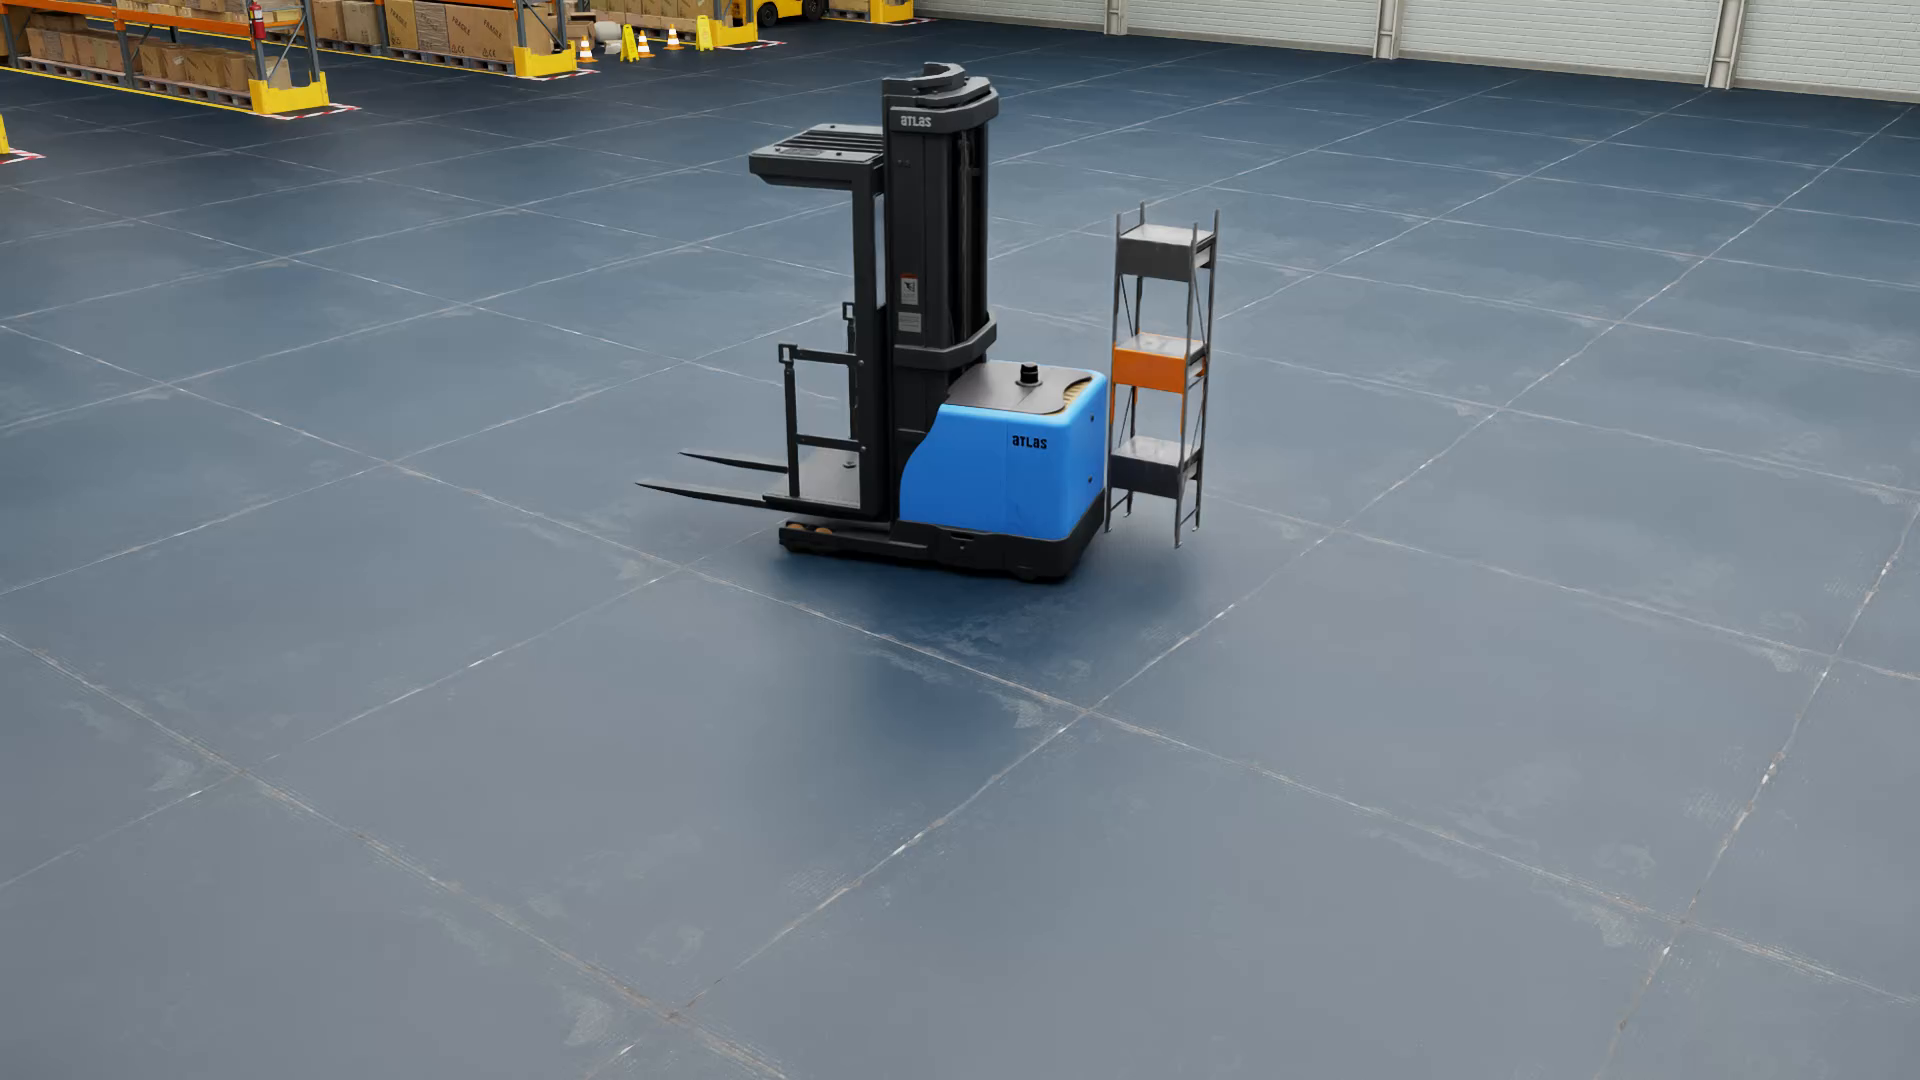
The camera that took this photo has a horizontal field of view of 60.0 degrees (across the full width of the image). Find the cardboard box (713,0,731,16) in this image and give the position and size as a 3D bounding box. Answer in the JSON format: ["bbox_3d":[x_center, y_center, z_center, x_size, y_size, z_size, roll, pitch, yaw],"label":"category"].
[{"bbox_3d":[-5.002,-10.907,33.743,0.500,0.500,0.500,16,28,32],"label":"cardboard box"}]

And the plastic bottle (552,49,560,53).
[{"bbox_3d":[-7.742,-9.418,32.049,0.283,0.061,0.133,7,25,15],"label":"plastic bottle"}]

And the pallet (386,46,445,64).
[{"bbox_3d":[-10.030,-9.200,31.369,1.213,0.211,1.003,17,29,33],"label":"pallet"}]

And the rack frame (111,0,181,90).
[{"bbox_3d":[-13.647,-9.110,27.705,0.127,3.000,1.000,17,29,33],"label":"rack frame"}]

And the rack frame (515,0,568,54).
[{"bbox_3d":[-7.391,-9.718,29.086,0.127,3.000,1.000,17,29,33],"label":"rack frame"}]

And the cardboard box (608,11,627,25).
[{"bbox_3d":[-6.959,-10.886,34.625,0.500,0.250,0.500,19,30,36],"label":"cardboard box"}]

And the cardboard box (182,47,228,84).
[{"bbox_3d":[-12.344,-7.787,27.284,0.500,0.500,0.500,14,27,29],"label":"cardboard box"}]

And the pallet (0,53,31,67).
[{"bbox_3d":[-17.434,-9.016,30.951,1.213,0.211,1.003,17,29,33],"label":"pallet"}]

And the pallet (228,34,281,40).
[{"bbox_3d":[-14.417,-10.566,34.469,1.213,0.211,1.003,17,29,33],"label":"pallet"}]

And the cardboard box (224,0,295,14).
[{"bbox_3d":[-10.870,-8.466,25.752,0.500,0.500,0.875,17,29,33],"label":"cardboard box"}]

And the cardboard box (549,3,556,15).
[{"bbox_3d":[-8.702,-11.595,36.085,0.625,0.372,0.950,19,30,36],"label":"cardboard box"}]

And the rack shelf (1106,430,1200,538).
[{"bbox_3d":[1.259,-0.370,10.756,0.480,0.518,0.431,12,27,26],"label":"rack shelf"}]

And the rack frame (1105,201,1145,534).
[{"bbox_3d":[1.044,-1.070,10.574,0.015,2.100,0.400,12,27,26],"label":"rack frame"}]

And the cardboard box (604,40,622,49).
[{"bbox_3d":[-6.763,-9.700,32.581,0.380,0.149,0.250,-10,26,-21],"label":"cardboard box"}]

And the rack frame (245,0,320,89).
[{"bbox_3d":[-10.446,-8.142,25.510,0.127,3.000,1.000,17,29,33],"label":"rack frame"}]

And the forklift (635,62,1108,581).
[{"bbox_3d":[-0.628,-1.441,10.386,3.031,2.935,1.130,8,25,18],"label":"forklift"}]

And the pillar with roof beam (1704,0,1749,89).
[{"bbox_3d":[10.276,-10.405,23.204,0.400,9.000,9.100,17,29,33],"label":"pillar with roof beam"}]

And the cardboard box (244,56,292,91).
[{"bbox_3d":[-10.936,-7.347,26.284,0.500,0.500,0.500,-20,31,-38],"label":"cardboard box"}]

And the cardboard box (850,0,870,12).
[{"bbox_3d":[-2.094,-11.888,36.900,0.500,0.250,0.500,17,29,34],"label":"cardboard box"}]

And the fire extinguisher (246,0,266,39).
[{"bbox_3d":[-10.631,-7.931,25.125,0.183,0.674,0.296,17,29,33],"label":"fire extinguisher"}]

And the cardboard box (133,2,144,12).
[{"bbox_3d":[-13.247,-8.729,27.154,0.250,0.149,0.380,17,29,33],"label":"cardboard box"}]

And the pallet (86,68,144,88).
[{"bbox_3d":[-14.271,-8.021,28.694,1.213,0.211,1.003,17,29,33],"label":"pallet"}]

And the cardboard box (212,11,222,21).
[{"bbox_3d":[-11.420,-8.200,25.951,0.250,0.149,0.380,17,29,33],"label":"cardboard box"}]

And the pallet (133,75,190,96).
[{"bbox_3d":[-13.088,-7.683,27.925,1.213,0.211,1.003,17,29,33],"label":"pallet"}]

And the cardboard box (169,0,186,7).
[{"bbox_3d":[-12.109,-8.808,26.527,0.500,0.500,0.875,17,29,33],"label":"cardboard box"}]

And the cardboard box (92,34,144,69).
[{"bbox_3d":[-14.496,-8.444,28.749,0.500,0.500,0.700,17,29,33],"label":"cardboard box"}]

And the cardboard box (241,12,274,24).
[{"bbox_3d":[-10.798,-8.030,25.566,0.250,0.149,0.380,17,29,33],"label":"cardboard box"}]

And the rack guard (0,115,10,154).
[{"bbox_3d":[-13.506,-5.404,22.394,0.348,0.500,1.175,17,29,33],"label":"rack guard"}]

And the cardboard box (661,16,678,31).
[{"bbox_3d":[-5.721,-10.510,33.773,0.500,0.250,0.500,17,29,33],"label":"cardboard box"}]

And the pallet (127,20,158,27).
[{"bbox_3d":[-17.552,-11.495,36.577,1.213,0.211,1.003,17,29,33],"label":"pallet"}]

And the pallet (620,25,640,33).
[{"bbox_3d":[-7.145,-10.880,35.181,1.213,0.211,1.003,17,29,33],"label":"pallet"}]

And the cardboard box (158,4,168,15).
[{"bbox_3d":[-12.640,-8.551,26.749,0.250,0.149,0.380,17,29,33],"label":"cardboard box"}]

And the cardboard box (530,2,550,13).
[{"bbox_3d":[-8.747,-10.928,33.993,0.500,0.500,0.500,17,29,33],"label":"cardboard box"}]

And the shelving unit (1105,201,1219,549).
[{"bbox_3d":[1.259,-1.023,10.468,0.503,2.100,0.431,12,27,26],"label":"shelving unit"}]

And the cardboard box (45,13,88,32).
[{"bbox_3d":[-15.863,-9.200,29.535,0.500,0.250,0.500,21,31,39],"label":"cardboard box"}]

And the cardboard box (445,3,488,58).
[{"bbox_3d":[-8.678,-9.293,30.235,0.875,0.875,0.875,16,29,32],"label":"cardboard box"}]

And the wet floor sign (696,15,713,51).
[{"bbox_3d":[-4.993,-9.871,32.353,0.267,0.644,0.232,-15,28,-30],"label":"wet floor sign"}]

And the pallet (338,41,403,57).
[{"bbox_3d":[-11.254,-9.572,32.212,1.213,0.211,1.003,17,29,33],"label":"pallet"}]

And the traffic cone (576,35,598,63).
[{"bbox_3d":[-6.964,-9.144,30.929,0.334,0.463,0.336,17,29,33],"label":"traffic cone"}]

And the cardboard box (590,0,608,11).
[{"bbox_3d":[-7.393,-11.354,34.759,0.500,0.500,0.500,18,30,36],"label":"cardboard box"}]

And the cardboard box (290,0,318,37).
[{"bbox_3d":[-12.657,-10.429,32.968,0.750,0.750,1.050,17,29,34],"label":"cardboard box"}]

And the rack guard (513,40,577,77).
[{"bbox_3d":[-7.371,-8.569,29.577,0.348,0.500,1.175,17,29,33],"label":"rack guard"}]

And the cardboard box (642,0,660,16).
[{"bbox_3d":[-6.120,-10.976,33.900,0.500,0.500,0.500,16,28,32],"label":"cardboard box"}]

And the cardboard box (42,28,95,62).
[{"bbox_3d":[-15.848,-8.849,29.668,0.500,0.500,0.700,14,27,29],"label":"cardboard box"}]

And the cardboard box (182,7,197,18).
[{"bbox_3d":[-12.061,-8.359,26.312,0.250,0.149,0.380,17,29,33],"label":"cardboard box"}]

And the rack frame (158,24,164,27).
[{"bbox_3d":[-16.993,-12.620,35.672,0.127,3.000,1.000,17,29,33],"label":"rack frame"}]

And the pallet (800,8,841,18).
[{"bbox_3d":[-3.138,-12.133,38.025,1.213,0.211,1.003,17,29,33],"label":"pallet"}]
